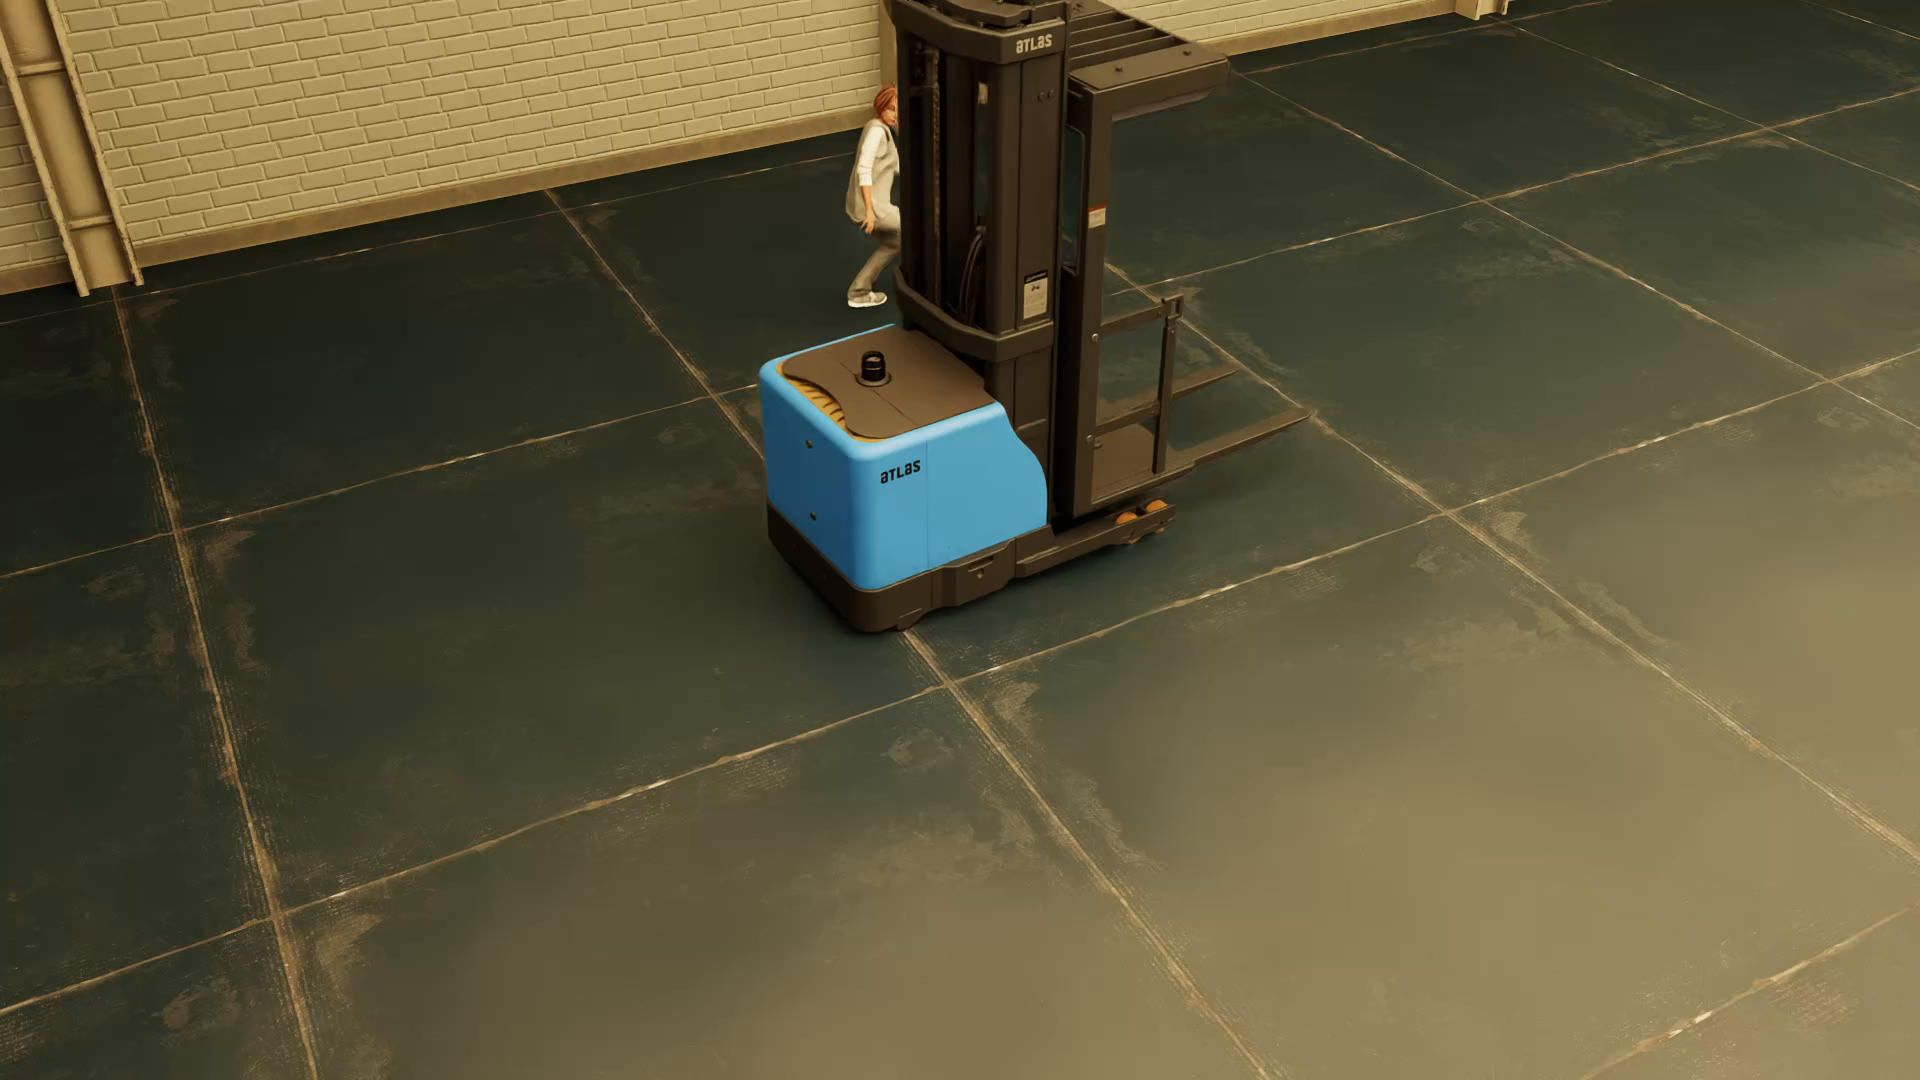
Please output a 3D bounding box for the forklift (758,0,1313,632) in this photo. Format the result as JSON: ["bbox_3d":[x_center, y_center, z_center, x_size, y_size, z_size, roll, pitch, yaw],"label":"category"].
[{"bbox_3d":[0.525,-1.408,8.115,3.031,2.935,1.130,-21,40,-27],"label":"forklift"}]

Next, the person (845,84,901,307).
[{"bbox_3d":[-0.376,-2.096,10.409,0.695,1.433,0.634,-12,37,-17],"label":"person"}]
